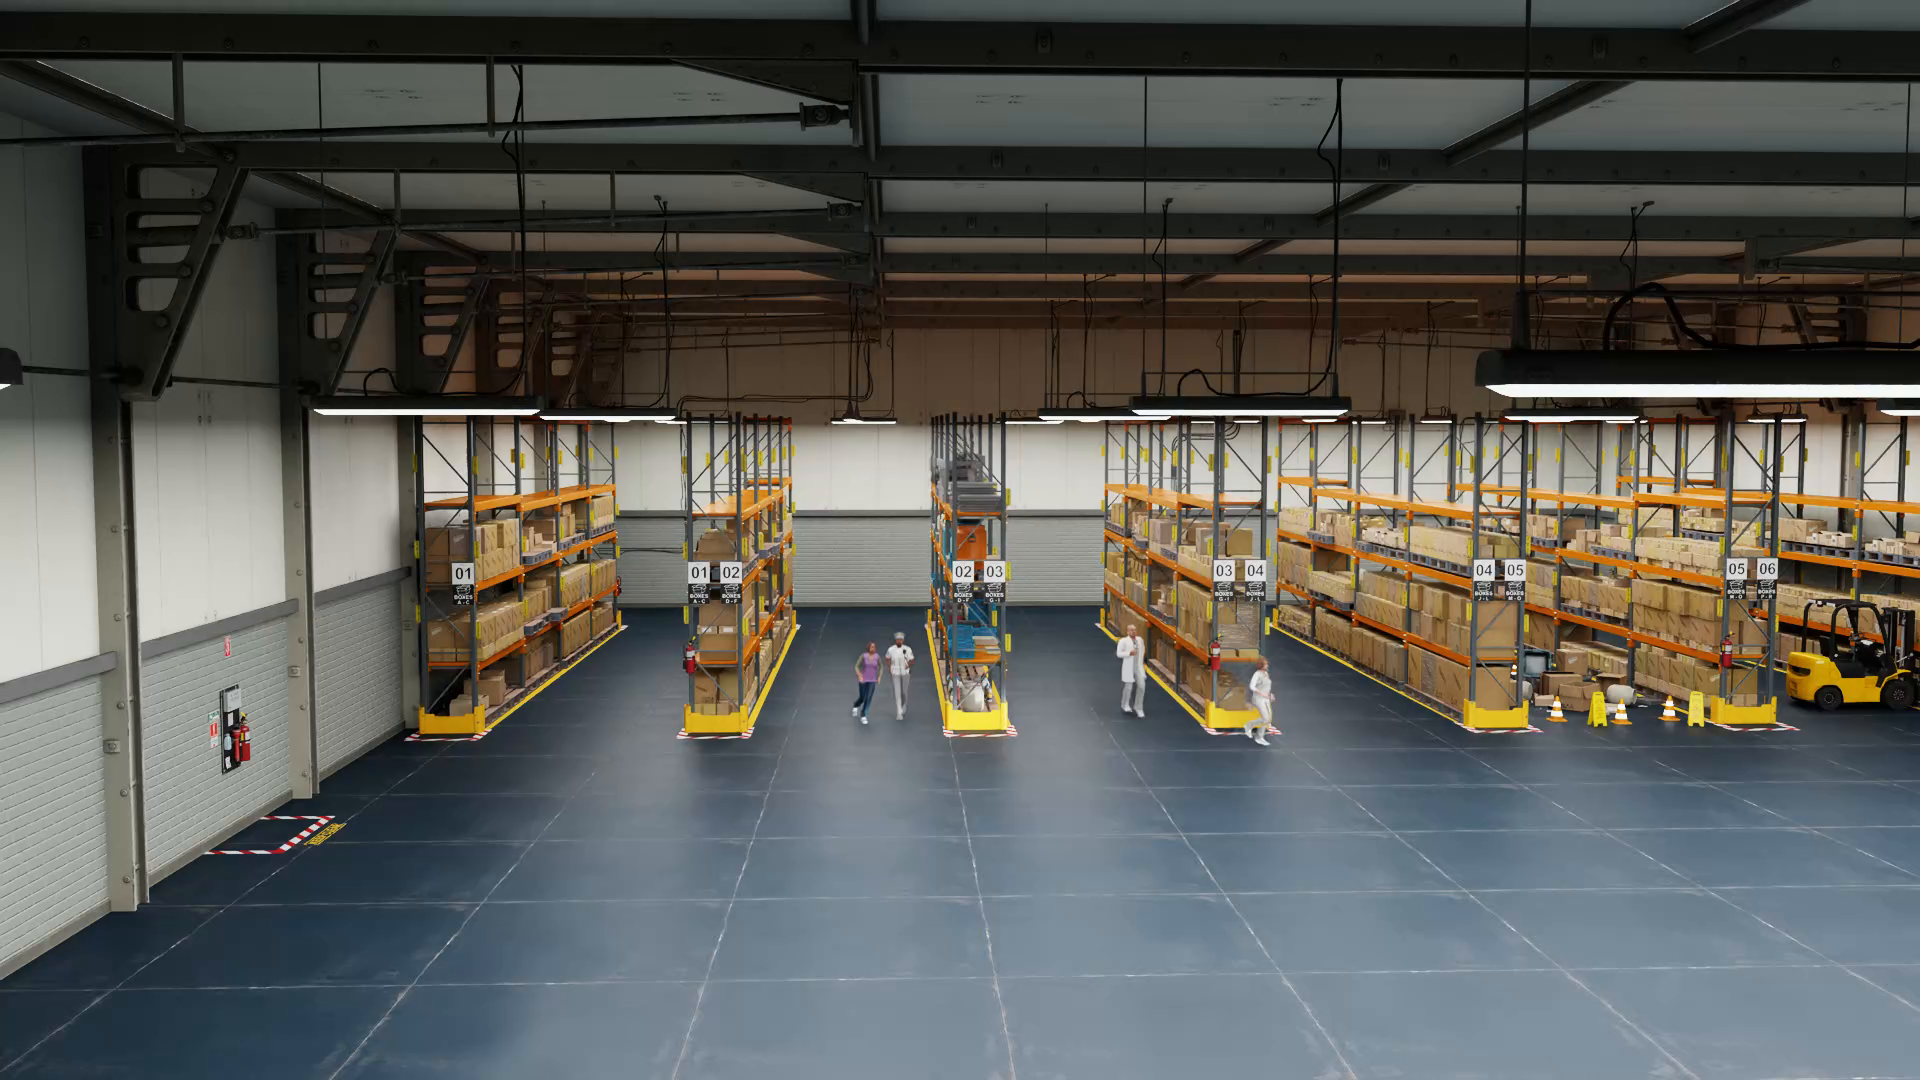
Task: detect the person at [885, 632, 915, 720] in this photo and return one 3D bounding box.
[{"bbox_3d":[-1.180,2.638,32.637,0.590,1.683,0.810,0,4,-3],"label":"person"}]

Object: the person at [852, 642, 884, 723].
[{"bbox_3d":[-1.776,2.759,32.391,0.585,1.543,0.593,-1,4,-17],"label":"person"}]

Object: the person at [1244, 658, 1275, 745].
[{"bbox_3d":[5.397,2.912,30.042,0.528,1.573,0.526,3,5,37],"label":"person"}]

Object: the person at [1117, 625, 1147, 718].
[{"bbox_3d":[3.419,2.594,32.957,0.690,1.842,0.792,-1,4,-15],"label":"person"}]

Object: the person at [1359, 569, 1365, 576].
[{"bbox_3d":[11.172,1.669,46.332,0.662,1.751,0.964,0,4,-4],"label":"person"}]
